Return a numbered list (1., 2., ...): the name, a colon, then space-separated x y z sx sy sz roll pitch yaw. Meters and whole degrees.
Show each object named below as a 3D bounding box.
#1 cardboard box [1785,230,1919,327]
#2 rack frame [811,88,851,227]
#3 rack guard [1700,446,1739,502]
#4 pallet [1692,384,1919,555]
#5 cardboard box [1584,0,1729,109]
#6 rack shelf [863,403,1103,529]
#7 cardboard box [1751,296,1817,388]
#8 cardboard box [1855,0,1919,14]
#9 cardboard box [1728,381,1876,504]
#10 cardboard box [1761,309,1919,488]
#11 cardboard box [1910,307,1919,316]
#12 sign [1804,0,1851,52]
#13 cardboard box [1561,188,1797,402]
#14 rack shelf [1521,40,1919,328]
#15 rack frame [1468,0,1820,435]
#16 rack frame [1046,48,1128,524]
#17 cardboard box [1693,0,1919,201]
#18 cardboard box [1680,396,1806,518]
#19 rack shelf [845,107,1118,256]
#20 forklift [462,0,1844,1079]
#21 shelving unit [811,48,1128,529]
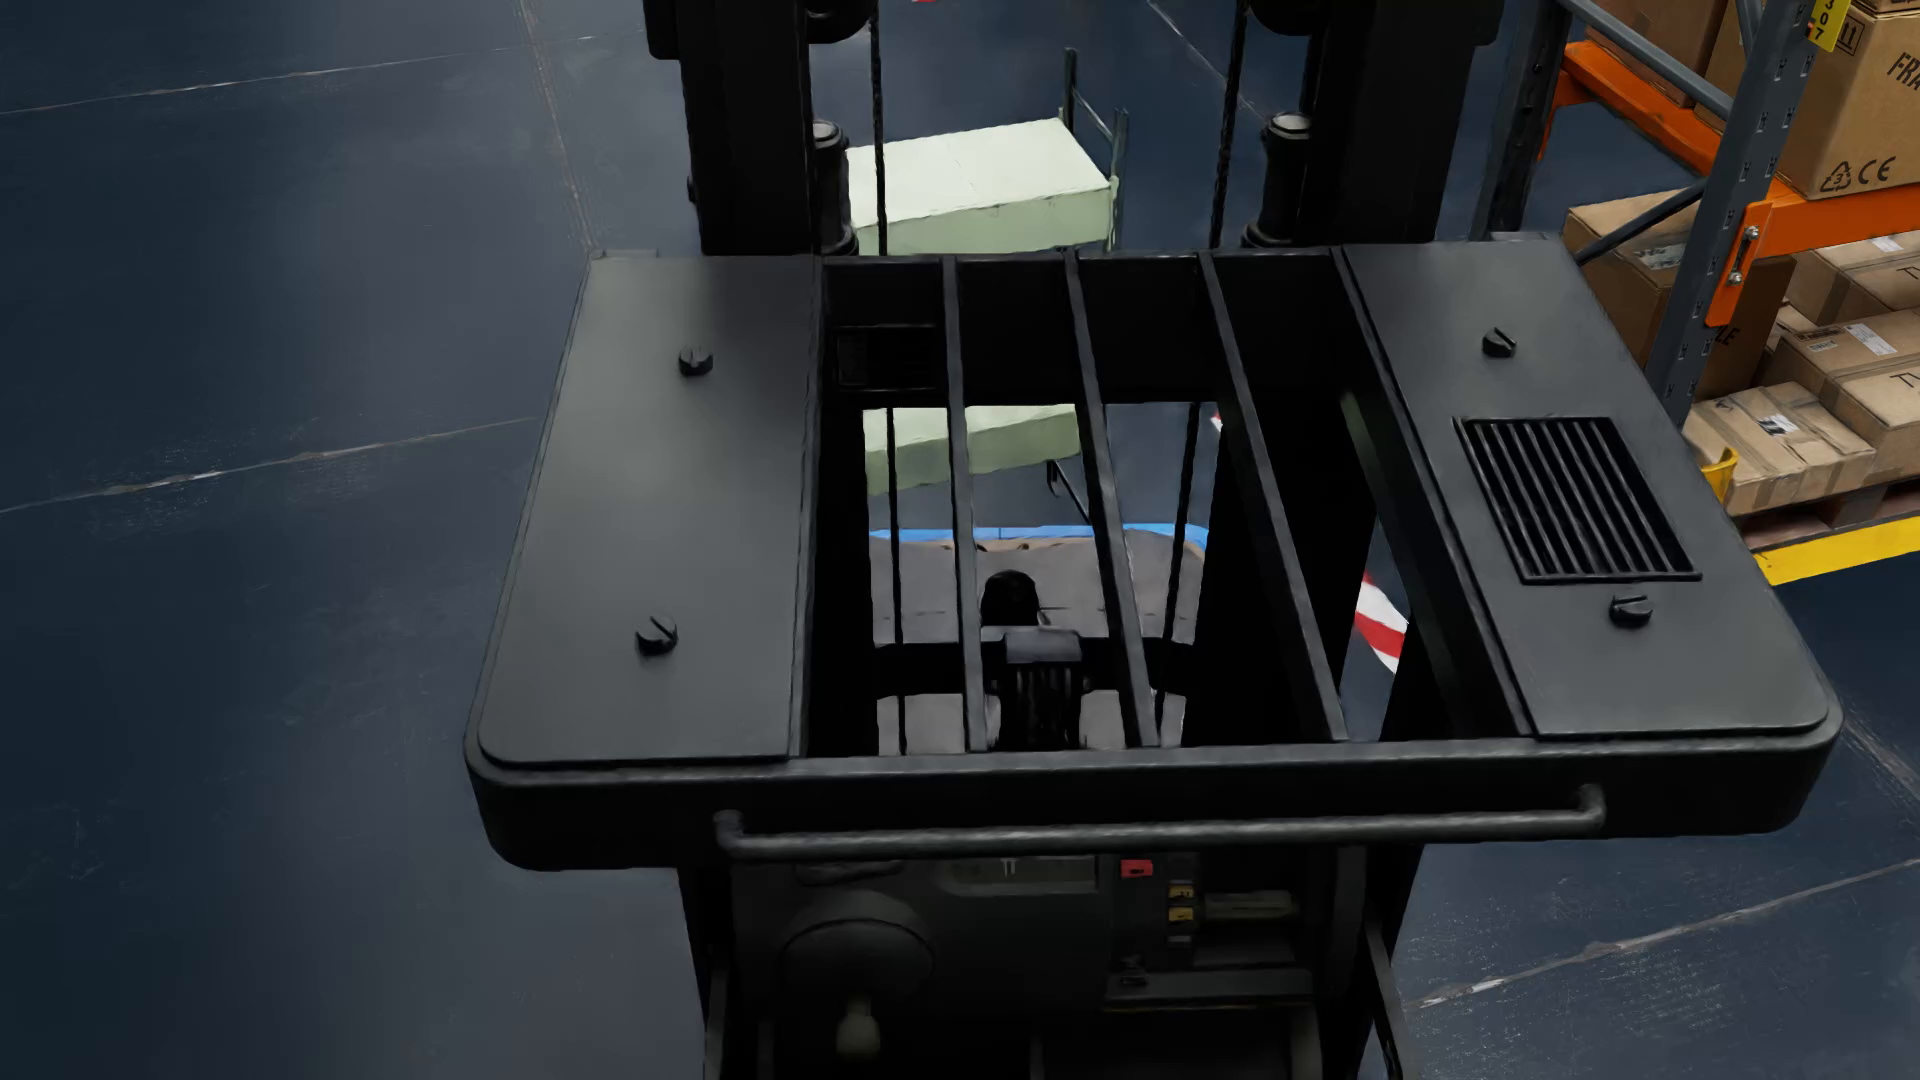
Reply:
1. cardboard box: 3.199 -0.858 5.708 0.500 0.250 0.500 -12 42 -13
2. rack frame: -0.343 -0.494 4.675 0.023 1.500 0.400 -12 42 -13
3. rack guard: 1.912 -0.370 5.294 0.348 0.500 1.175 -12 42 -13
4. pallet: 2.672 -0.420 5.570 1.213 0.211 1.003 -12 42 -13
5. cardboard box: 2.185 -1.594 4.718 0.500 0.500 0.500 -10 42 -12
6. rack shelf: 0.006 -0.321 4.973 0.720 0.370 0.431 -12 42 -13
7. cardboard box: 2.698 -0.681 5.569 0.250 0.166 0.380 -12 42 -13
8. cardboard box: 2.342 -1.633 4.004 0.500 0.500 0.500 -10 42 -12
9. cardboard box: 2.581 -0.312 5.146 0.250 0.166 0.380 -12 42 -13
10. cardboard box: 2.920 -0.455 5.247 0.500 0.250 0.500 -12 42 -13
11. cardboard box: 3.397 -0.554 5.360 0.500 0.250 0.500 -12 42 -13
12. sign: 2.003 -1.282 3.780 0.005 0.325 0.100 -12 42 -13
13. cardboard box: 2.284 -0.783 5.432 0.500 0.500 0.500 -12 42 -13
14. rack shelf: 3.747 -1.421 5.143 4.000 0.370 1.077 -12 42 -13
15. rack frame: 1.840 -1.297 4.454 0.127 3.000 1.000 -12 42 -13
16. rack frame: 0.355 -0.638 4.841 0.023 1.500 0.400 -12 42 -13
17. cardboard box: 2.342 -1.257 4.332 0.500 0.500 0.500 -11 42 -12
18. cardboard box: 2.342 -0.256 5.095 0.250 0.149 0.380 -12 42 -13
19. rack shelf: 0.006 -0.860 4.501 0.720 0.370 0.431 -12 42 -13
20. forklift: 0.142 0.641 2.289 1.130 2.935 3.031 -1 41 -2
21. shelving unit: 0.006 -0.566 4.758 0.755 1.500 0.431 -12 42 -13
